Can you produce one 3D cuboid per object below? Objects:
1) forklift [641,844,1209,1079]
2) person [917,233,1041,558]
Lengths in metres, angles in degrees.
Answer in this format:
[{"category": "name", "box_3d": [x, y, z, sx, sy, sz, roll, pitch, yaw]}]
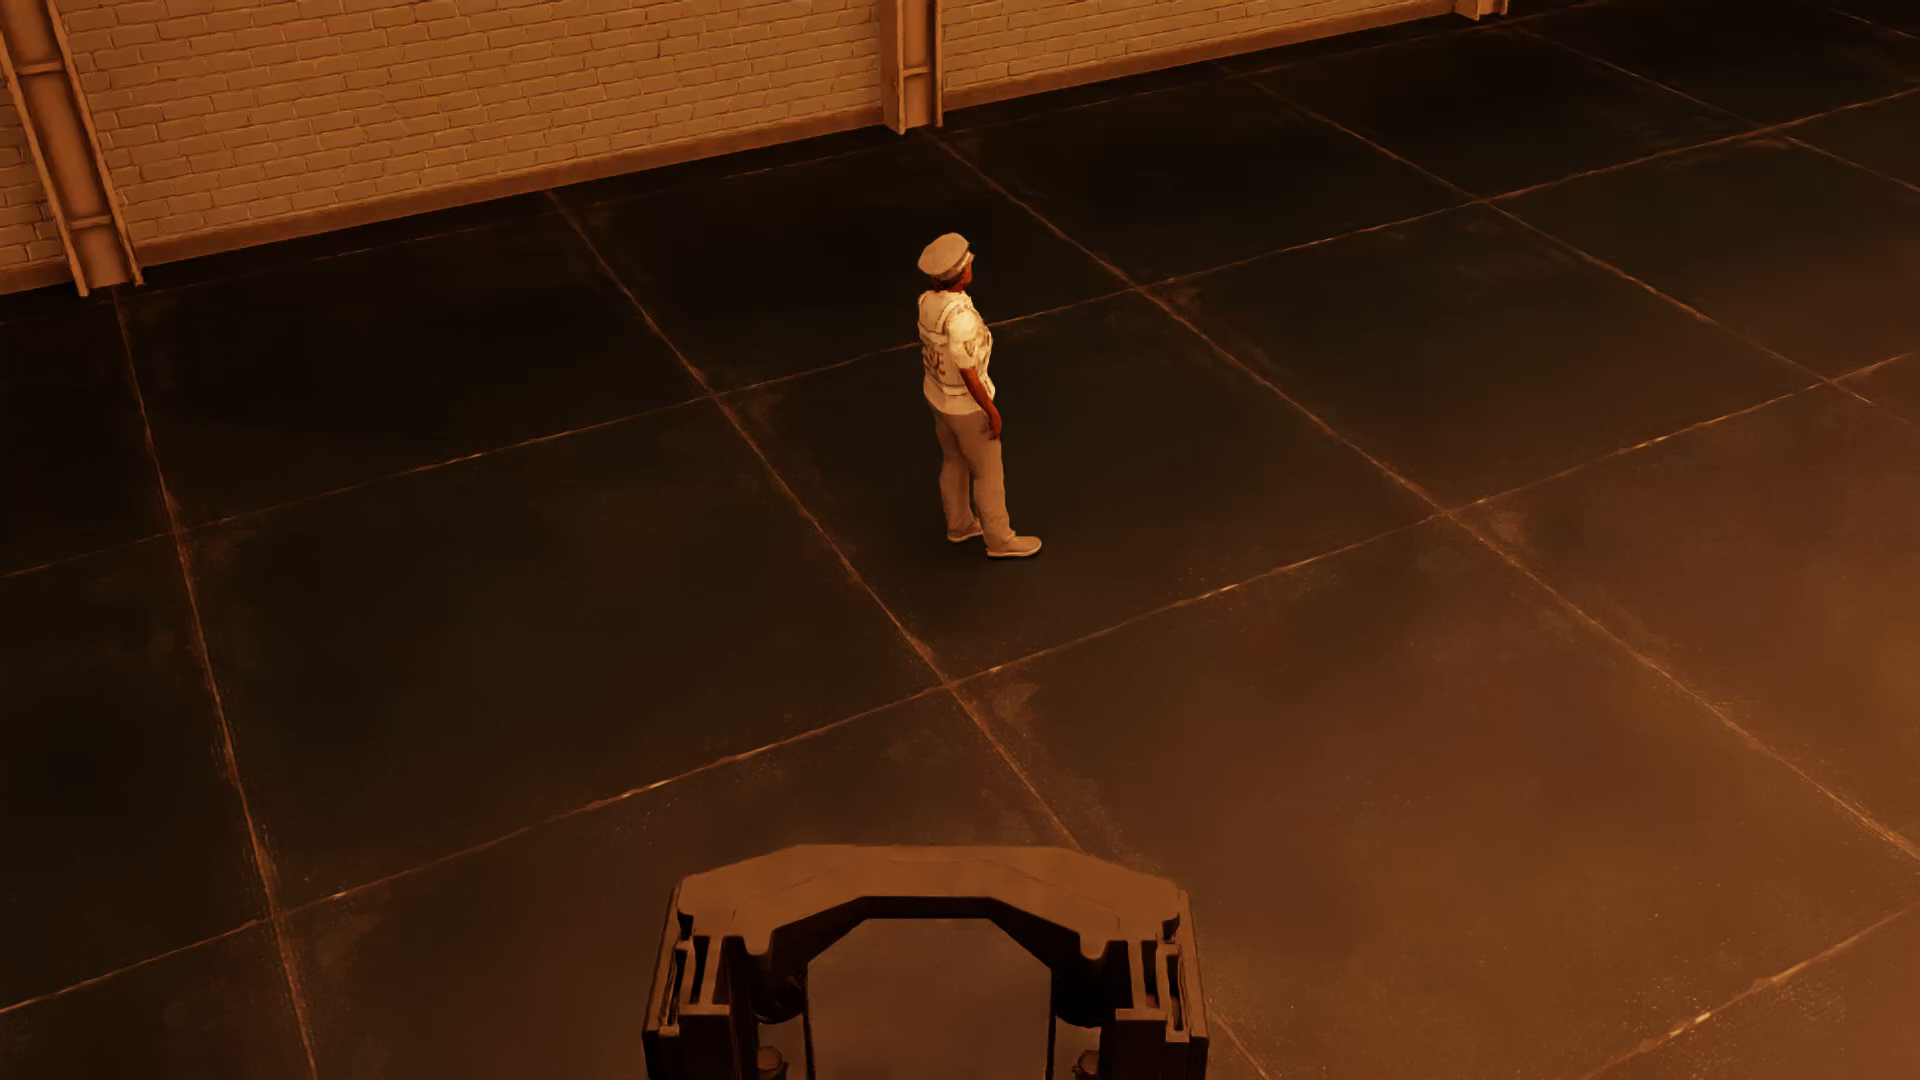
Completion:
[{"category": "forklift", "box_3d": [-0.063, 2.120, 3.124, 1.130, 2.935, 3.031, 0, 35, 1]}, {"category": "person", "box_3d": [0.075, -0.709, 8.183, 0.529, 1.695, 0.570, -17, 39, -23]}]
